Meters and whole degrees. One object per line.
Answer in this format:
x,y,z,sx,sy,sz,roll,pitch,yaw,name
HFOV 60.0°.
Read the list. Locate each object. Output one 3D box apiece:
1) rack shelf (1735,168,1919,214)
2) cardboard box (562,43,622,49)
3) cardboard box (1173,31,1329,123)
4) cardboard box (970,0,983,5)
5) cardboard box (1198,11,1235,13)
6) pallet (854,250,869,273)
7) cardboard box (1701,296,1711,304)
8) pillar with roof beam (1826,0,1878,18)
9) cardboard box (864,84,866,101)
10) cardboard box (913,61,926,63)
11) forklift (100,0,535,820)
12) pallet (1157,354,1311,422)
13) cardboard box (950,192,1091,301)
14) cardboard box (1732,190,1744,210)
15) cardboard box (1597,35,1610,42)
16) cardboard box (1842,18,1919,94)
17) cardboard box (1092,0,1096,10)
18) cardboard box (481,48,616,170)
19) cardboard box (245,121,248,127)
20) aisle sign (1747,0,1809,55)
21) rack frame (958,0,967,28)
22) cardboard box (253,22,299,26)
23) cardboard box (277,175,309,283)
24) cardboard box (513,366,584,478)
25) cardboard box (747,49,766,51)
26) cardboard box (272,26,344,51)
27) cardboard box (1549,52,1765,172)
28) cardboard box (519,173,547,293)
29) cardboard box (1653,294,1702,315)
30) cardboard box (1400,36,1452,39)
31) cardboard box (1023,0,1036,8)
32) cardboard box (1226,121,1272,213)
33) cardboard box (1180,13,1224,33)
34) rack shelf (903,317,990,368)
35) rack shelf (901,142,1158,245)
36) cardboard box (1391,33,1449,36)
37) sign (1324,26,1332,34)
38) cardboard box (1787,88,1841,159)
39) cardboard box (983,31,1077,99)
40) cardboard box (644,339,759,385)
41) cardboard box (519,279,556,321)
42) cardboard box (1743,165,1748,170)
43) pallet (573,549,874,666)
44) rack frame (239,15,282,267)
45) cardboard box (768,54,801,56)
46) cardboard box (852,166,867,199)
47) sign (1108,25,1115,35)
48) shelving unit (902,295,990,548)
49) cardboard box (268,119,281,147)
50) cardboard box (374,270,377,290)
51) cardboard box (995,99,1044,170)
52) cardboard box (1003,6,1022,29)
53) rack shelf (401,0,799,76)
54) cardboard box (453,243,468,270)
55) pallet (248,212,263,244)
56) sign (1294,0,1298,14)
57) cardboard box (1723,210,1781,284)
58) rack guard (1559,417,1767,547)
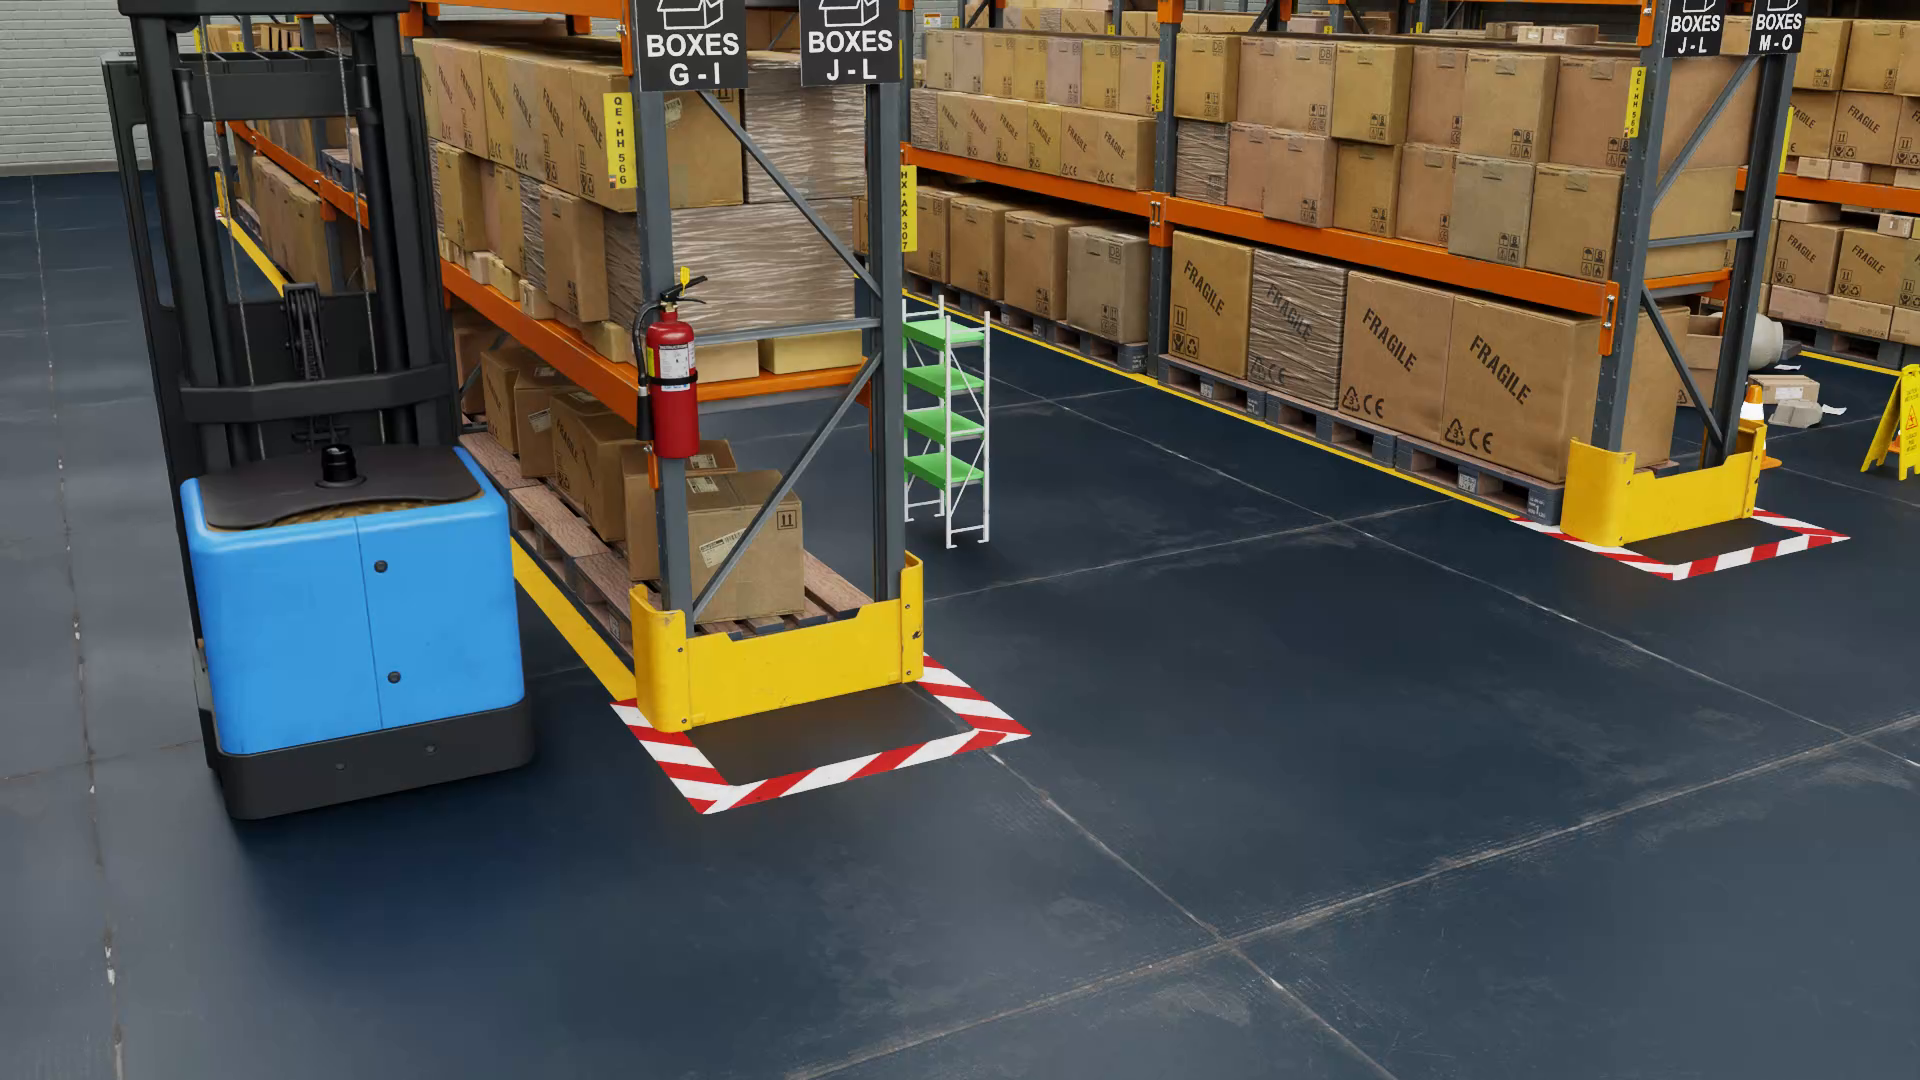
7.082,-2.549,12.521,1.077,0.370,4.000,-10,21,-27,rack shelf
-1.658,-2.215,8.309,0.500,0.500,0.500,-10,21,-27,cardboard box
1.969,-3.137,11.239,0.875,0.550,0.550,-10,21,-27,cardboard box
0.359,-7.589,23.346,0.380,0.149,0.250,-9,21,-26,cardboard box
3.018,-6.042,19.858,0.500,0.500,0.500,-10,21,-26,cardboard box
-0.446,-2.722,16.195,1.003,0.211,1.213,-10,21,-27,pallet
6.174,-2.150,13.836,0.500,0.250,0.500,-11,22,-29,cardboard box
6.223,-7.315,16.036,9.100,9.000,0.400,-10,21,-27,pillar with roof beam
-0.711,-4.107,15.220,0.380,0.149,0.250,-9,21,-26,cardboard box
-0.367,-4.487,15.865,0.380,0.149,0.250,-10,21,-27,cardboard box
-2.668,-0.872,6.665,1.130,2.935,3.031,-9,21,-25,forklift
2.116,-1.118,11.549,1.003,0.211,1.213,-10,21,-27,pallet
0.552,-2.511,14.115,1.050,0.750,0.750,-10,21,-26,cardboard box
6.181,-2.766,13.477,0.380,0.149,0.250,-10,21,-26,cardboard box
7.661,-6.068,20.816,0.797,0.503,0.637,-11,22,-28,cardboard box
6.916,-3.529,12.119,0.700,0.500,0.500,-10,21,-27,cardboard box
1.877,-6.717,20.820,0.380,0.149,0.250,-9,21,-25,cardboard box
-1.877,-1.991,7.661,0.500,0.500,0.500,-10,21,-27,cardboard box
-6.944,-4.216,16.637,0.380,0.149,0.250,-10,21,-26,cardboard box
4.021,-2.774,8.086,0.394,0.787,0.004,-10,21,-27,aisle sign
0.434,-6.908,24.051,1.000,3.000,0.127,-10,21,-27,rack frame
-7.825,-5.698,19.169,0.500,0.500,0.500,-10,21,-26,cardboard box
-5.215,-2.729,14.554,1.225,0.875,0.875,-10,21,-26,cardboard box
-2.156,-0.660,9.135,0.500,0.500,0.500,-3,19,-9,cardboard box
-2.454,-5.246,18.628,0.500,0.500,0.500,-10,21,-27,cardboard box
-5.762,-4.365,14.991,0.797,0.503,0.637,-10,21,-26,cardboard box
3.581,-2.213,8.560,0.875,0.550,0.550,-10,21,-27,cardboard box
-1.469,-1.405,7.494,0.875,0.500,0.500,-10,21,-27,cardboard box
5.443,-1.764,12.973,0.500,0.500,0.500,4,19,11,cardboard box
4.496,-4.684,16.354,0.500,0.500,0.500,-9,21,-24,cardboard box
1.058,-7.138,22.037,0.380,0.149,0.250,-11,22,-28,cardboard box
2.290,-2.479,10.988,0.875,0.550,0.550,-10,21,-27,cardboard box
2.791,-5.822,19.220,0.500,0.500,0.500,-11,22,-28,cardboard box
-0.079,-1.008,8.438,0.258,0.148,0.480,-10,21,-27,rack shelf
0.874,-2.901,13.543,1.077,0.370,4.000,-10,21,-27,rack shelf
4.693,-4.910,17.009,0.500,0.500,0.500,-11,22,-28,cardboard box
3.746,-5.071,16.955,0.100,0.325,0.005,-10,21,-27,sign
6.581,-3.194,12.681,0.500,0.500,0.500,-10,21,-27,cardboard box
0.615,-3.913,13.686,0.700,0.500,0.500,-10,22,-27,cardboard box
-1.007,-0.711,6.477,0.380,0.149,0.250,-10,21,-27,cardboard box
-1.812,-1.125,7.678,0.380,0.149,0.250,-10,21,-27,cardboard box
6.405,-2.991,13.087,0.380,0.149,0.250,-9,21,-25,cardboard box
-1.081,0.278,7.501,1.003,0.211,1.213,-10,21,-27,pallet
-6.388,-4.224,16.275,1.000,3.000,0.127,-10,21,-27,rack frame
-1.819,-4.915,17.106,0.380,0.149,0.250,-10,22,-27,cardboard box
-0.881,-3.486,16.173,0.500,0.250,0.500,-10,21,-26,cardboard box
1.845,-6.120,20.319,0.100,0.325,0.005,-10,21,-27,sign
-0.079,-0.615,8.573,0.258,1.200,0.503,-10,21,-27,shelving unit
-5.913,-3.813,14.929,0.500,0.500,0.500,-11,22,-28,cardboard box
-3.878,-1.756,12.279,0.700,0.500,0.500,-12,22,-31,cardboard box
0.617,-3.258,13.322,0.500,0.500,0.500,-10,22,-27,cardboard box
0.914,-6.952,22.493,0.500,0.500,0.500,-10,21,-27,cardboard box
-1.640,-2.431,7.584,1.077,0.370,4.000,-10,21,-27,rack shelf
-2.502,-1.559,8.937,0.380,0.149,0.250,-10,21,-27,cardboard box
-7.264,-3.487,18.414,1.003,0.211,1.213,-10,21,-27,pallet
5.298,-8.454,26.274,0.100,0.325,0.005,-10,21,-27,sign
6.439,-2.353,13.273,0.500,0.500,0.500,-9,21,-24,cardboard box
3.734,-0.330,8.822,1.175,0.500,0.348,-10,21,-27,rack guard
